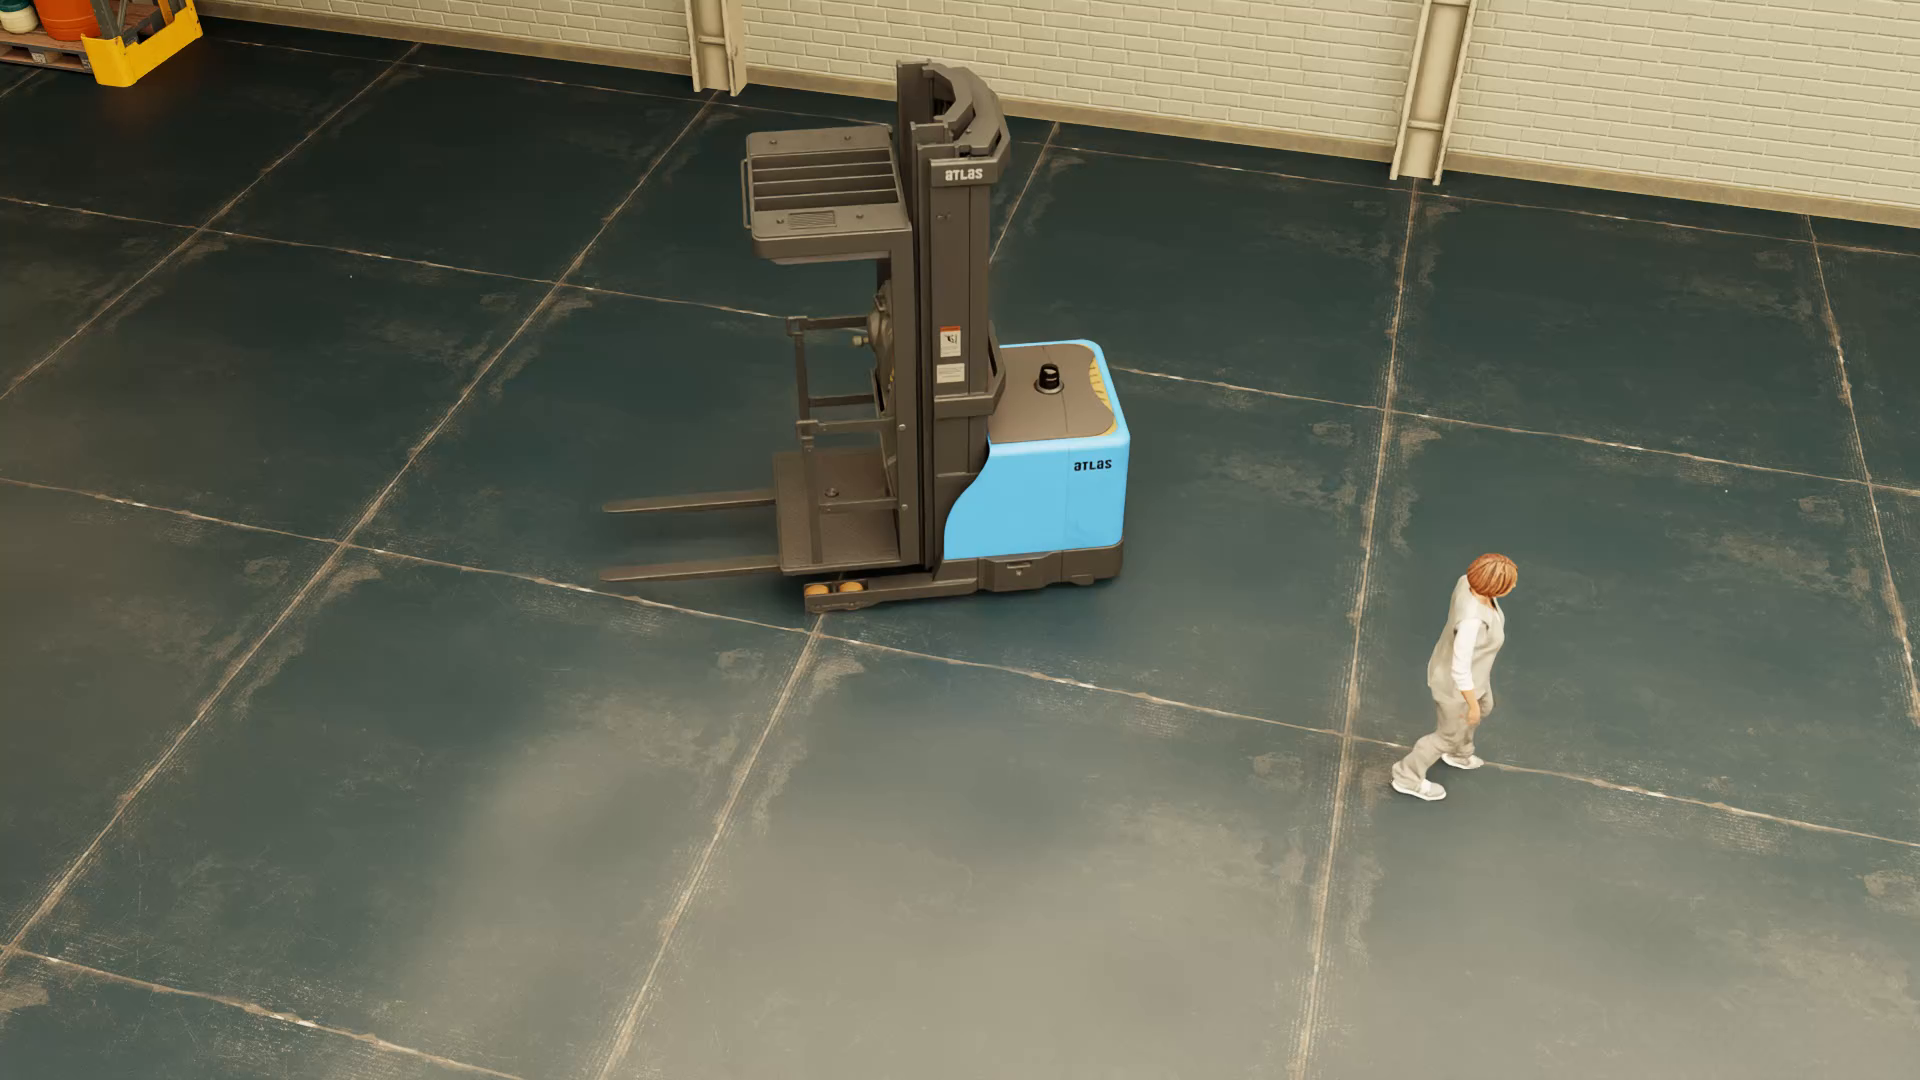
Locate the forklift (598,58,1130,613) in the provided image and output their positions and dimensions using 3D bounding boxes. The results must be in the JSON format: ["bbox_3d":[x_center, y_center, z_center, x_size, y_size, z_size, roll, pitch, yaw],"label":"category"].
[{"bbox_3d":[-0.604,-1.052,9.062,3.031,2.935,1.130,-5,41,-5],"label":"forklift"}]

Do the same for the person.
[{"bbox_3d":[2.476,0.694,8.134,0.488,1.628,0.510,10,42,12],"label":"person"}]
